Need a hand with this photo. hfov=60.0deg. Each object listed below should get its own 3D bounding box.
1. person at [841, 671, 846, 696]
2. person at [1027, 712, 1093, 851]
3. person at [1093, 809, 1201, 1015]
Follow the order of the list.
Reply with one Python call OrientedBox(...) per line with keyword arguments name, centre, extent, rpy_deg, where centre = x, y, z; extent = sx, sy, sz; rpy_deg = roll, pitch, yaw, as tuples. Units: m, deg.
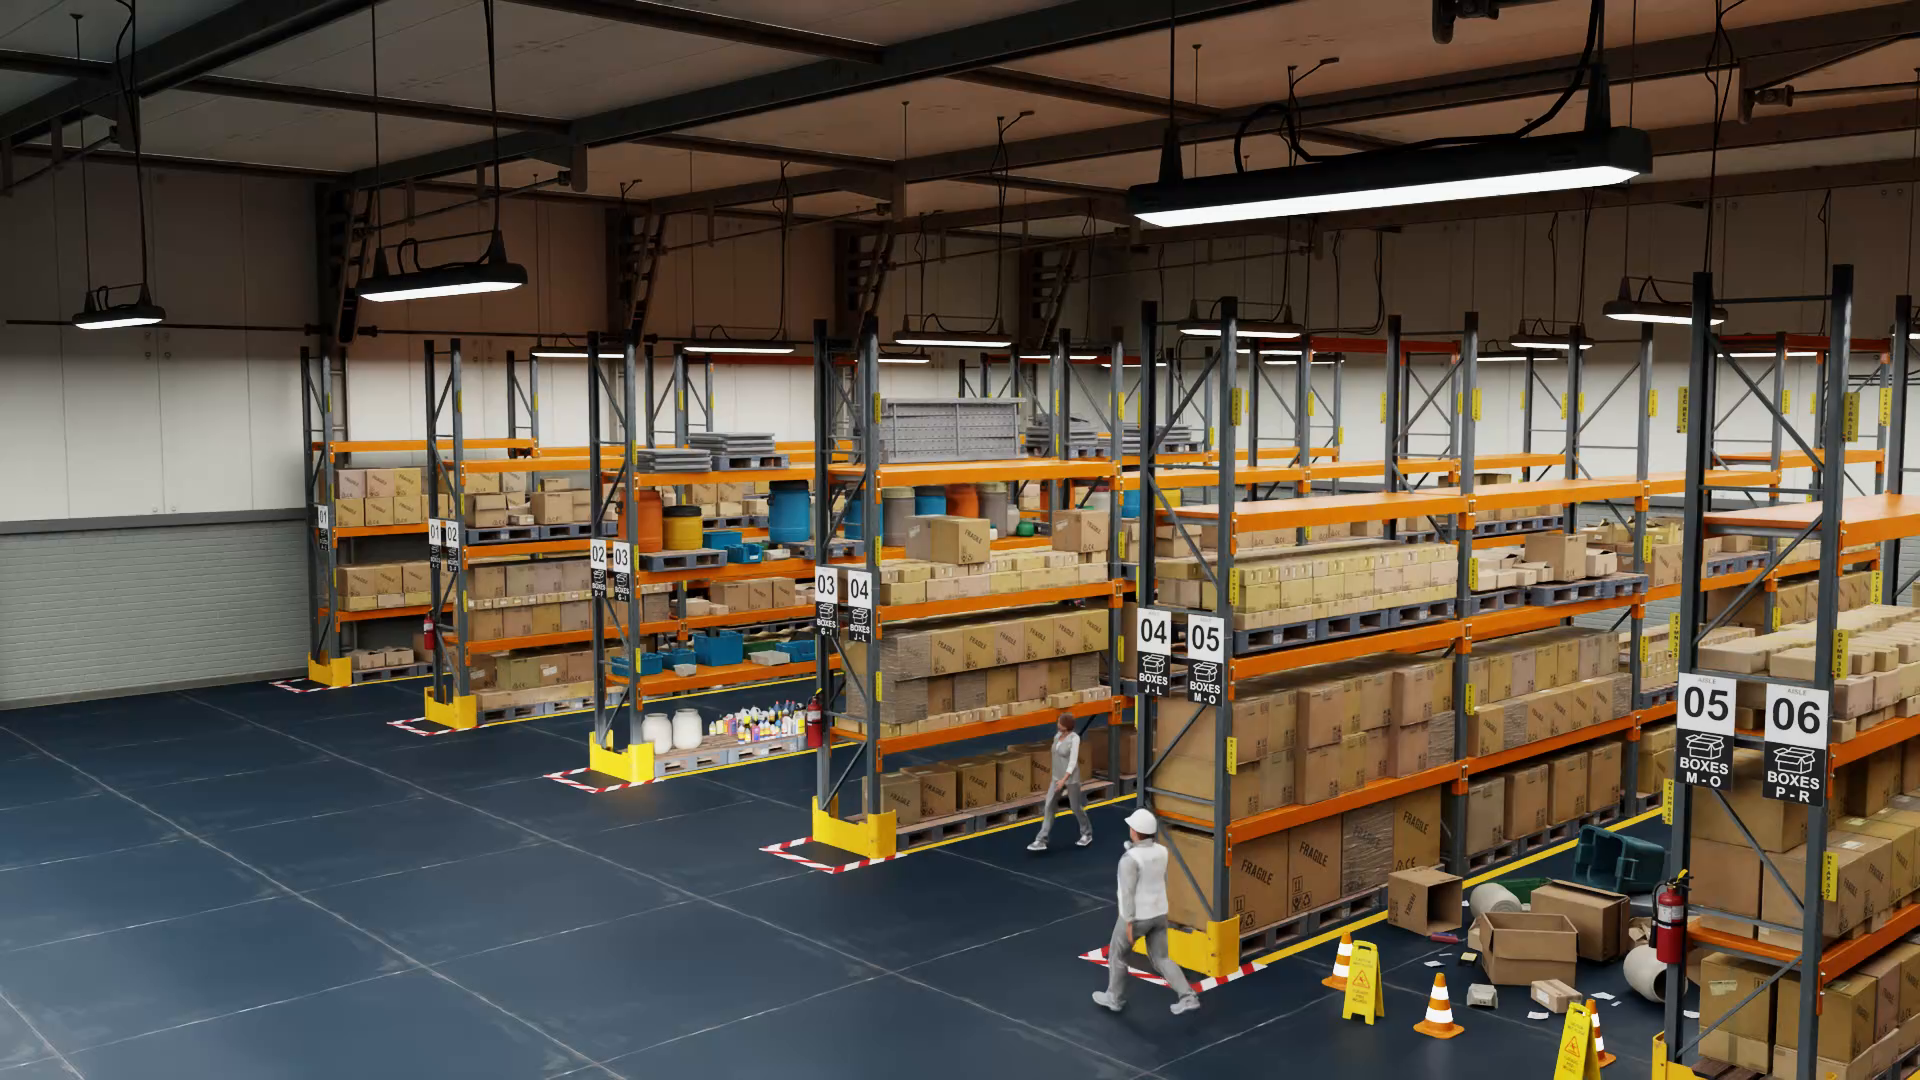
OrientedBox(name="person", centre=(-1.605, 1.731, 26.555), extent=(0.584, 1.646, 0.858), rpy_deg=(-2, 6, -24))
OrientedBox(name="person", centre=(1.145, 2.718, 18.776), extent=(0.903, 1.552, 0.432), rpy_deg=(-4, 7, -39))
OrientedBox(name="person", centre=(1.527, 3.088, 13.734), extent=(0.543, 1.738, 0.999), rpy_deg=(-5, 7, -43))
